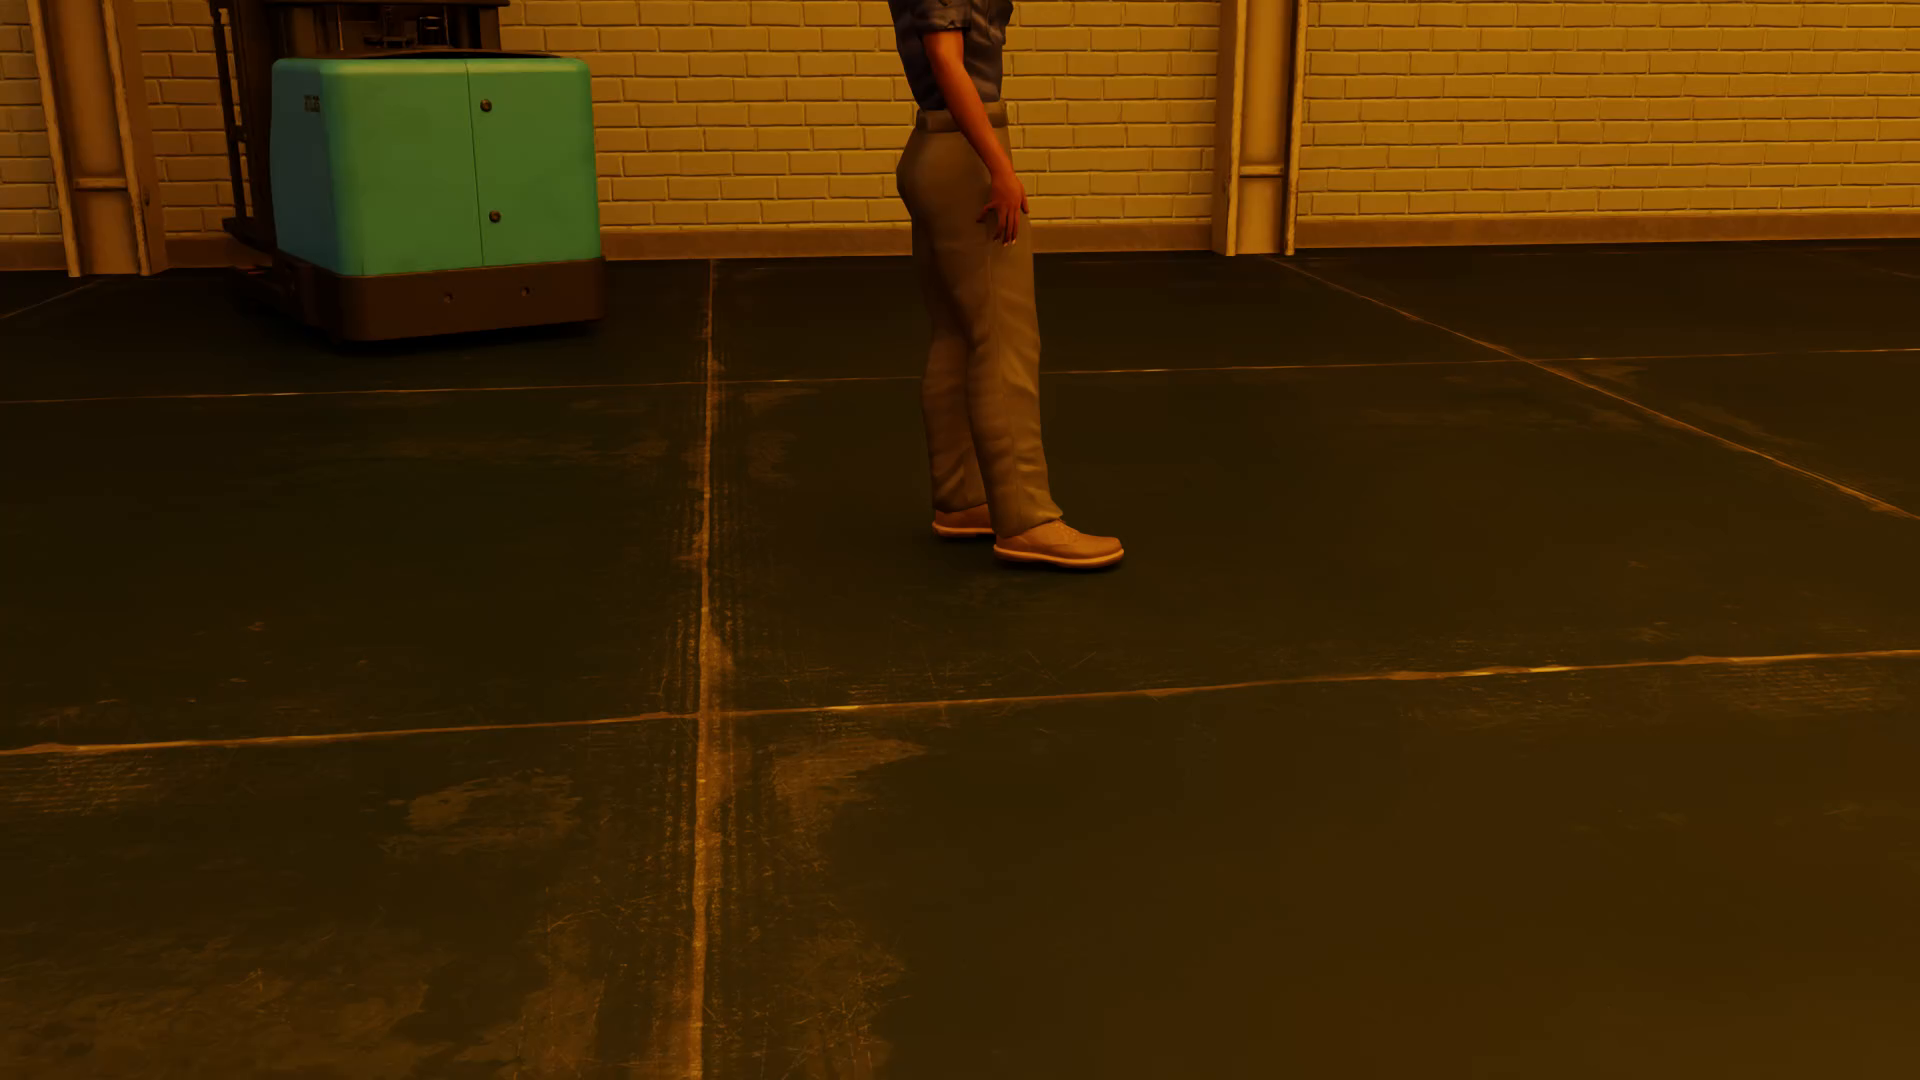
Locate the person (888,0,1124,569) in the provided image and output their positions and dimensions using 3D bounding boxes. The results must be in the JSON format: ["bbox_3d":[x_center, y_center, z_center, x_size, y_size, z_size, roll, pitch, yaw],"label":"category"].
[{"bbox_3d":[0.090,-0.797,3.718,0.503,1.656,0.569,-2,17,-8],"label":"person"}]

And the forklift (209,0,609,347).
[{"bbox_3d":[-2.661,-2.504,7.195,1.130,2.935,3.031,-11,20,-33],"label":"forklift"}]
